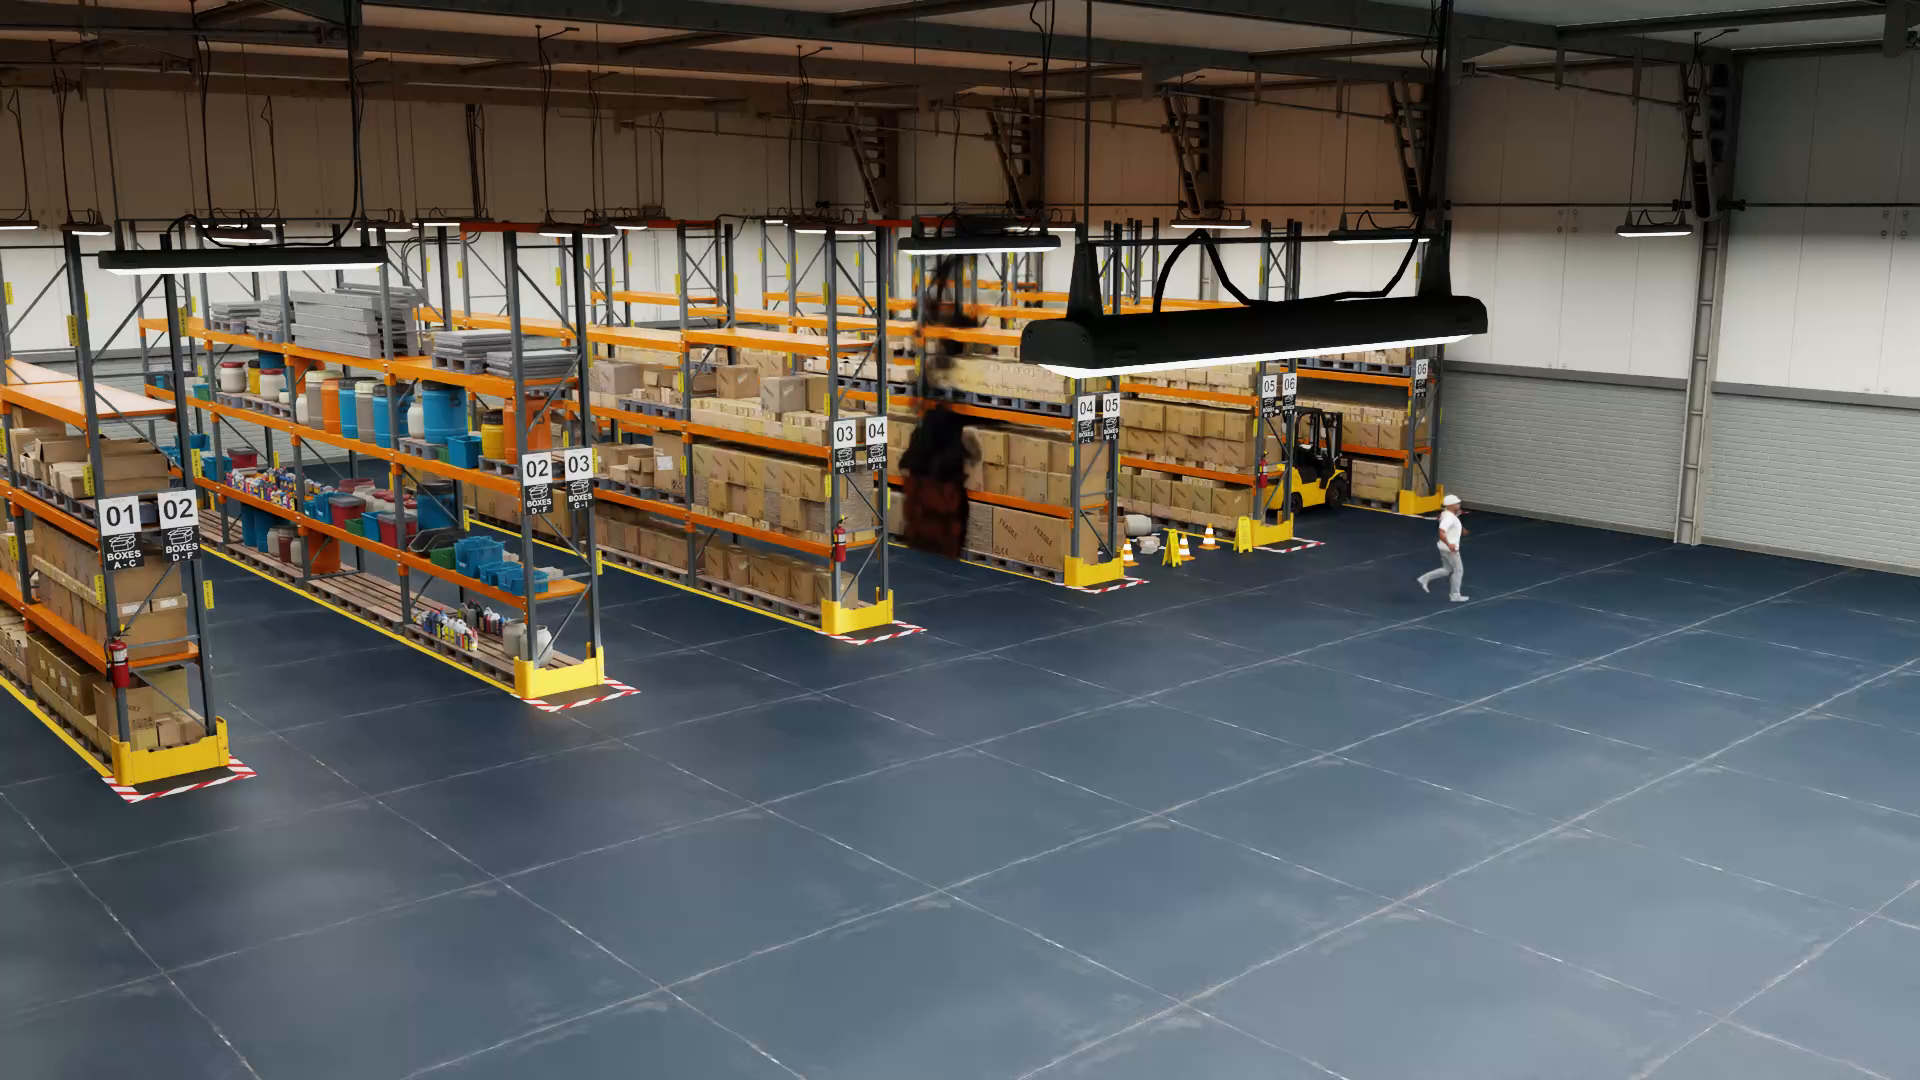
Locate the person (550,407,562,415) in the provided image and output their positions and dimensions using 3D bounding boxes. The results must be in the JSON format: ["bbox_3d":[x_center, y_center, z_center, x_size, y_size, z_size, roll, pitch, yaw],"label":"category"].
[{"bbox_3d":[-9.778,-2.486,40.128,0.751,1.653,0.634,5,12,22],"label":"person"}]

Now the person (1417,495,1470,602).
[{"bbox_3d":[7.832,0.131,26.792,0.831,1.742,0.705,2,12,8],"label":"person"}]
